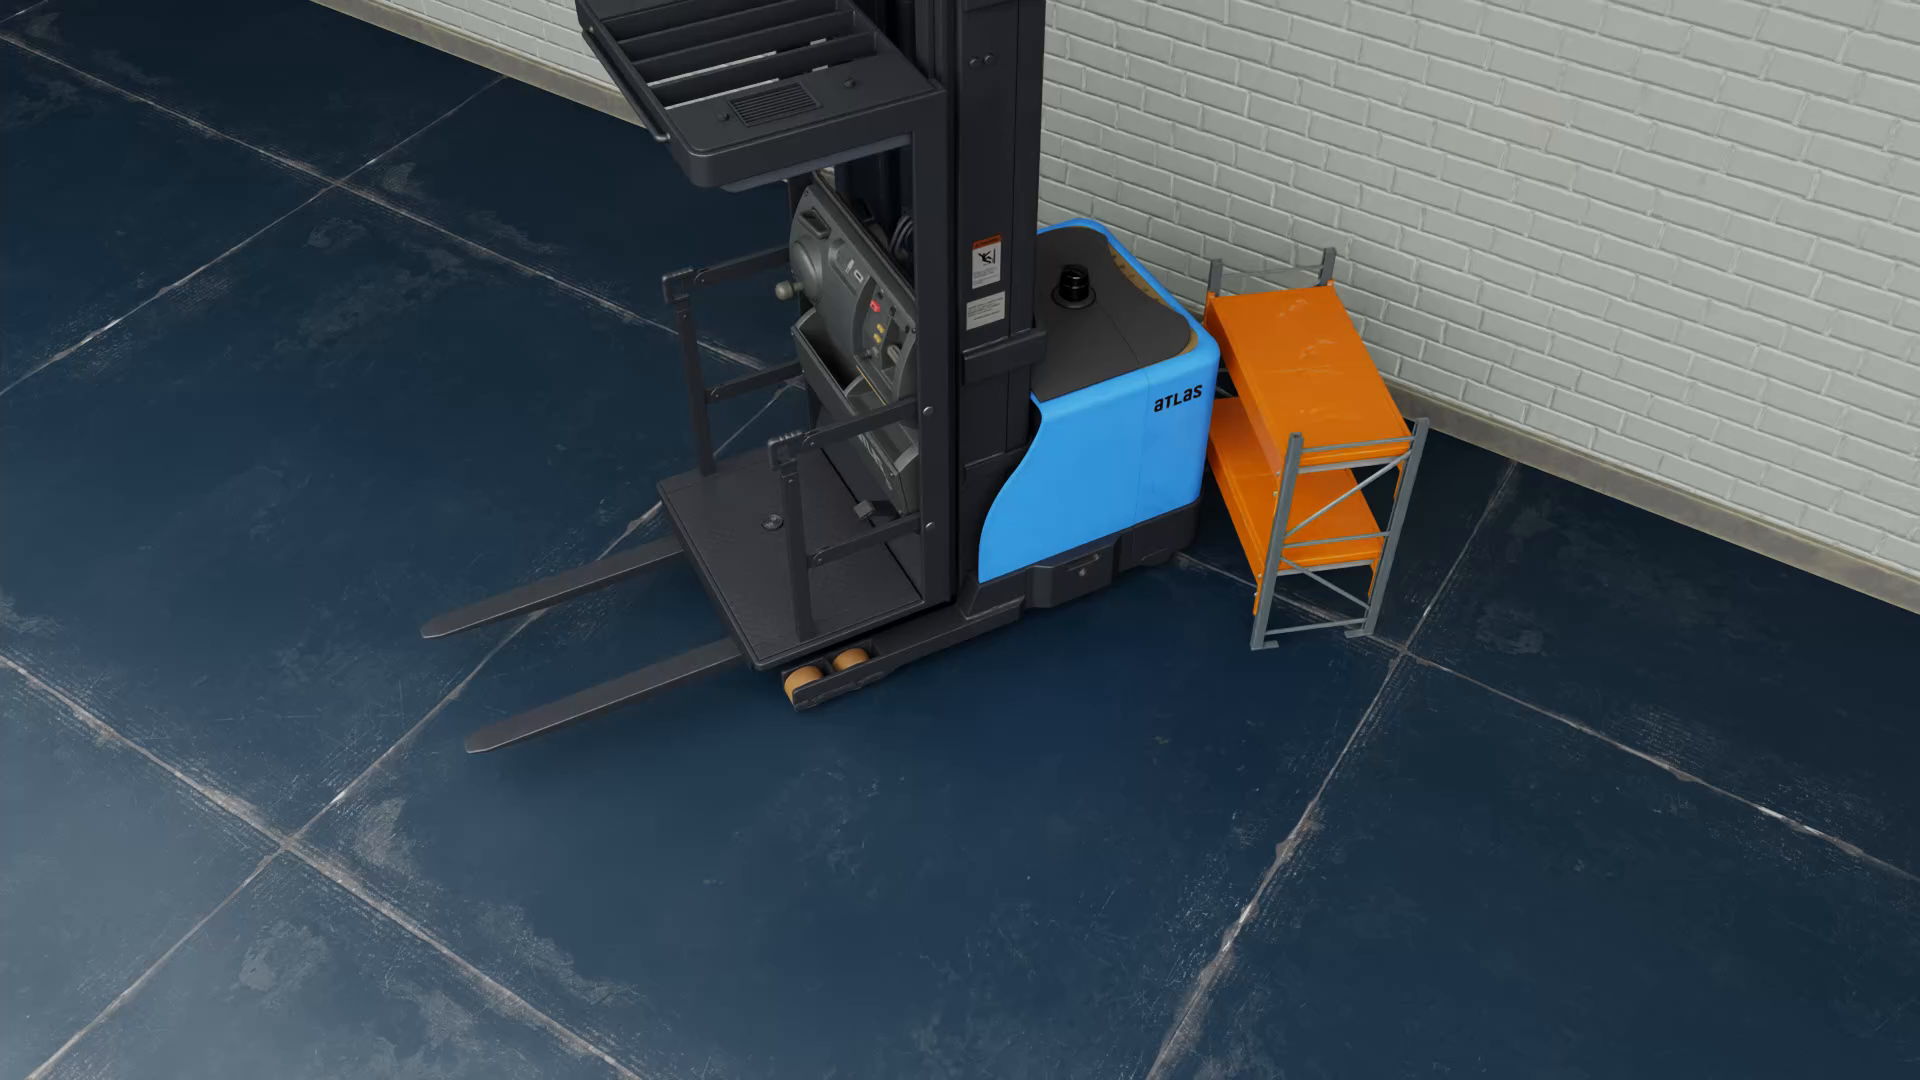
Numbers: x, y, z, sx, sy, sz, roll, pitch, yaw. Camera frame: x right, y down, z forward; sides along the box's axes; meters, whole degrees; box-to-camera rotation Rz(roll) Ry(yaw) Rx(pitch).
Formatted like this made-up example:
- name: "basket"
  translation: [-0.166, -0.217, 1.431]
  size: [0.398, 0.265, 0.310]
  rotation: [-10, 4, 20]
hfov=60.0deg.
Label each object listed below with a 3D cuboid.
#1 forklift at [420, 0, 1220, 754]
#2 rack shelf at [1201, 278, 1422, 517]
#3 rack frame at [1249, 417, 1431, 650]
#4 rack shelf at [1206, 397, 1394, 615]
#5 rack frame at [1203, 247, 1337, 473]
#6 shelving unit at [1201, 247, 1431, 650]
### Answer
- name: "forklift"
  translation: [-0.560, -0.815, 5.720]
  size: [3.031, 2.935, 1.130]
  rotation: [-20, 49, -19]
- name: "rack shelf"
  translation: [1.309, -0.561, 6.325]
  size: [0.538, 0.278, 1.000]
  rotation: [-7, 46, -7]
- name: "rack frame"
  translation: [1.393, 0.002, 6.185]
  size: [0.500, 1.125, 0.032]
  rotation: [-7, 46, -7]
- name: "rack shelf"
  translation: [1.309, -0.187, 6.710]
  size: [0.538, 0.278, 1.000]
  rotation: [-7, 46, -7]
- name: "rack frame"
  translation: [1.224, -0.717, 6.884]
  size: [0.500, 1.125, 0.032]
  rotation: [-7, 46, -7]
- name: "shelving unit"
  translation: [1.309, -0.357, 6.535]
  size: [0.538, 1.125, 1.048]
  rotation: [-7, 46, -7]
